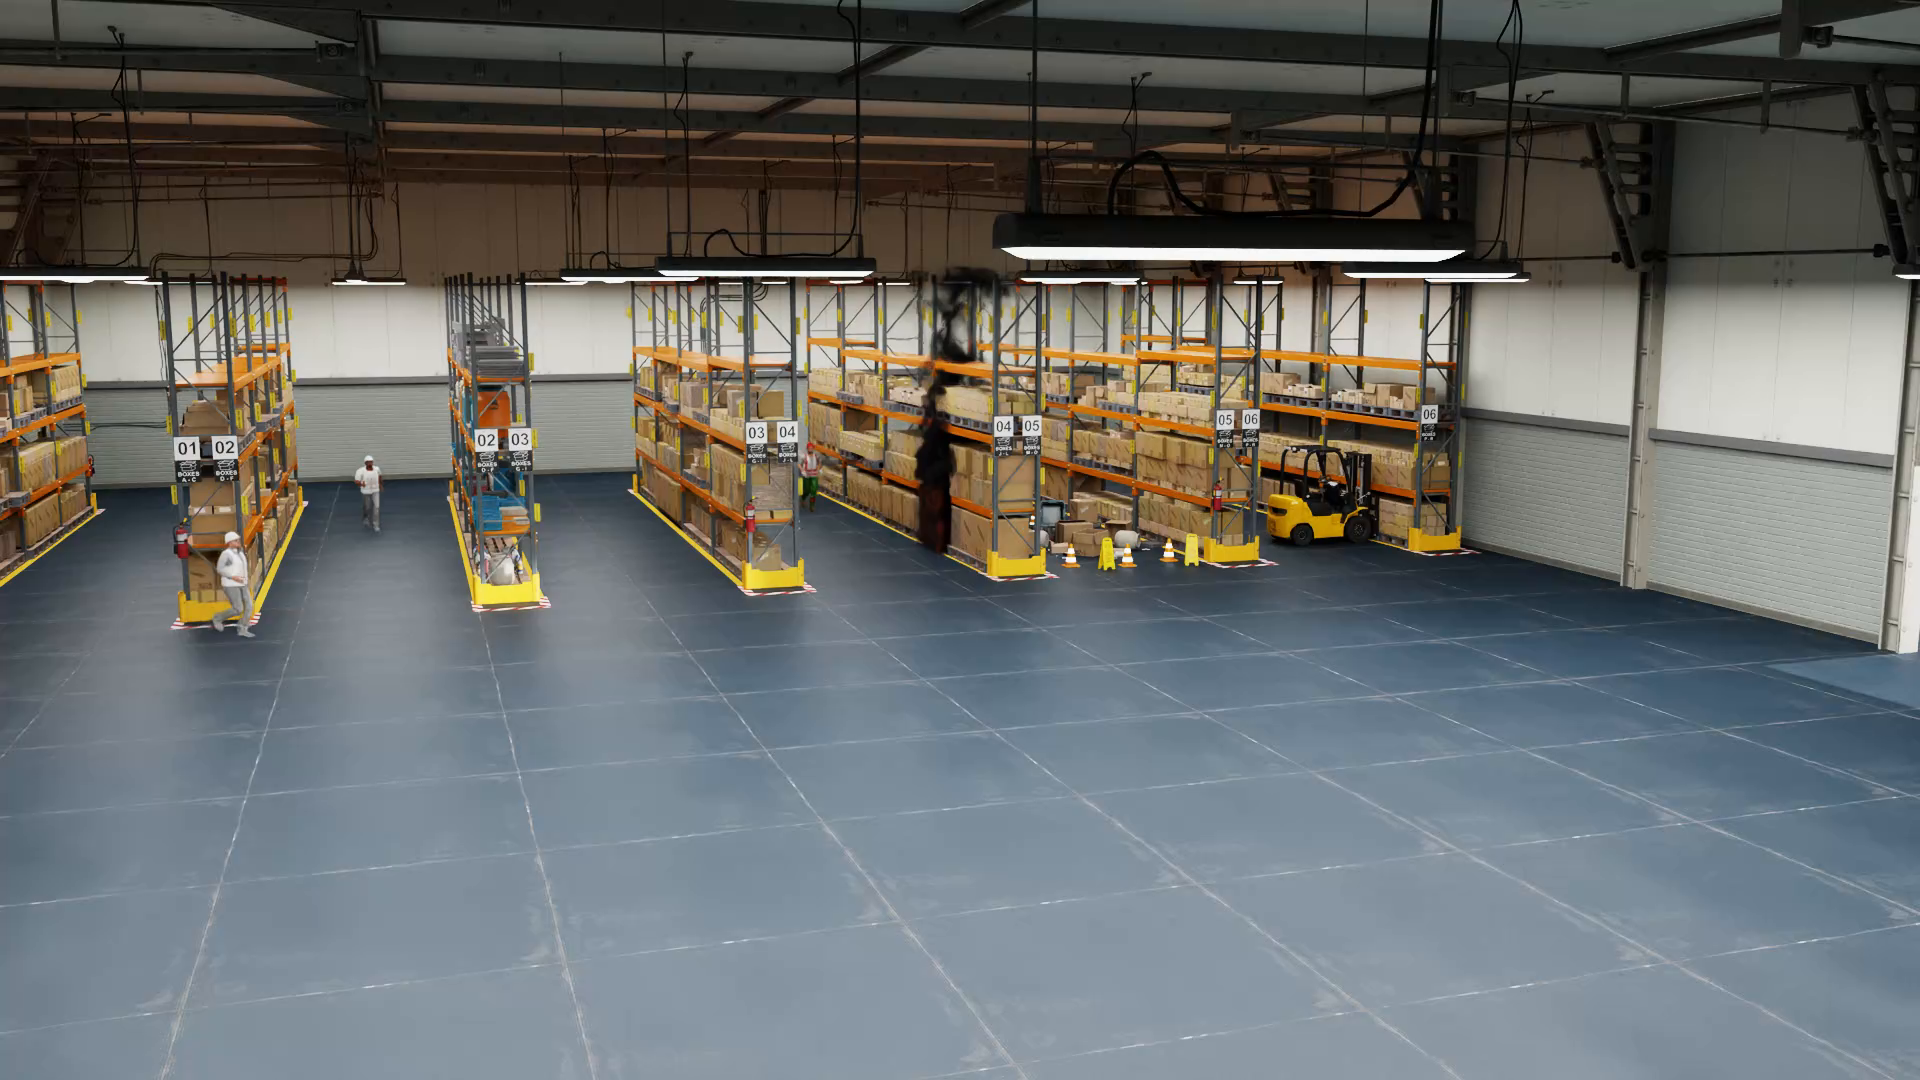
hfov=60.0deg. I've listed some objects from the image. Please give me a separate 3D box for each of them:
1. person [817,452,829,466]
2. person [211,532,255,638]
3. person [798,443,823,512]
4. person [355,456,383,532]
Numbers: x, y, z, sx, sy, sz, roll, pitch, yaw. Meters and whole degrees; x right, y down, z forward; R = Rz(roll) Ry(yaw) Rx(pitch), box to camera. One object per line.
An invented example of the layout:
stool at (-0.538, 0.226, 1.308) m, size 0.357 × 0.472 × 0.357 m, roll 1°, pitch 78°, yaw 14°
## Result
person at (-4.142, -2.541, 49.886) m, size 0.484 × 1.540 × 0.794 m, roll 0°, pitch 9°, yaw 3°
person at (-12.029, 0.743, 27.474) m, size 0.692 × 1.772 × 0.677 m, roll 1°, pitch 9°, yaw 7°
person at (-3.887, -1.642, 43.131) m, size 0.683 × 1.771 × 0.717 m, roll -3°, pitch 9°, yaw -22°
person at (-14.076, -1.127, 39.652) m, size 0.662 × 1.776 × 0.962 m, roll -5°, pitch 10°, yaw -31°
